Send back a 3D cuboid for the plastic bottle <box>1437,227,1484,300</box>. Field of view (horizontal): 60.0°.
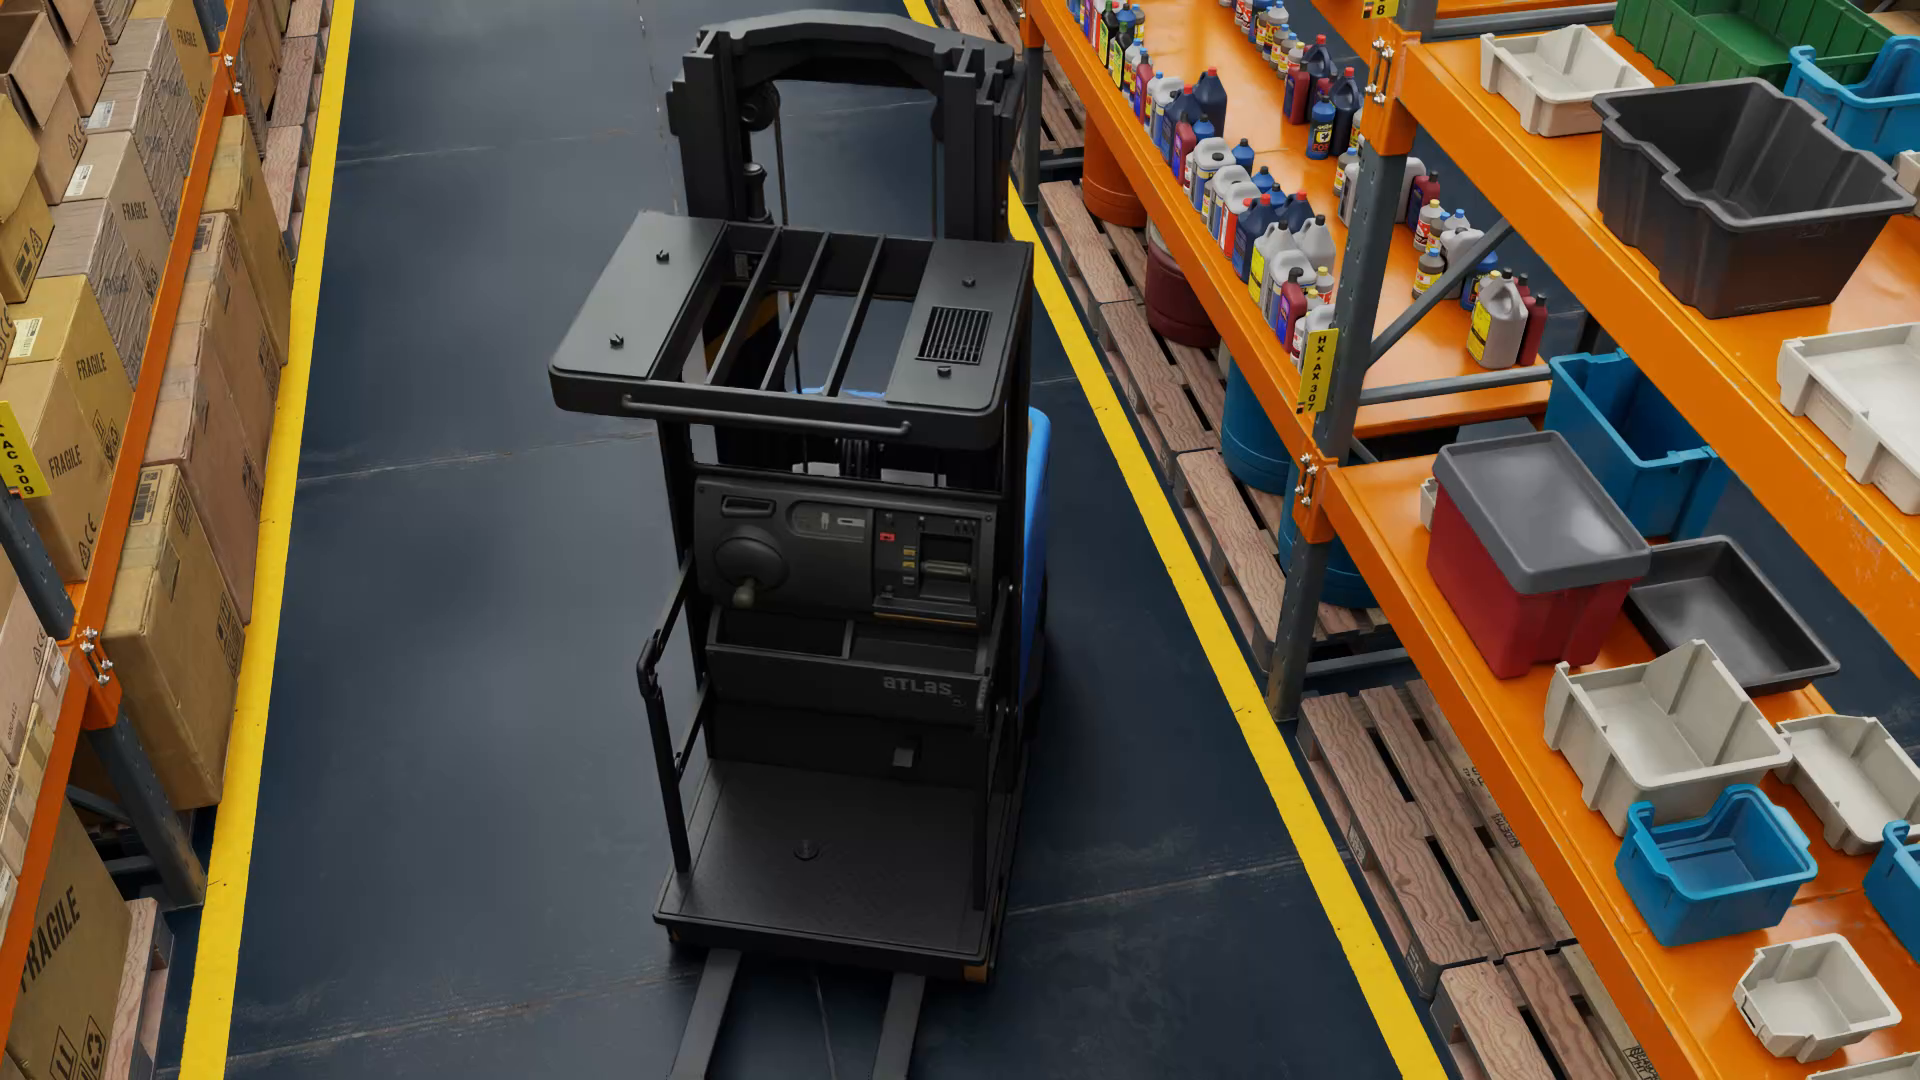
[{"bbox_3d":[1.889,-1.064,6.283,0.152,0.276,0.135,-8,42,-9],"label":"plastic bottle"}]

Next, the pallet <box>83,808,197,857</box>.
[{"bbox_3d":[-3.381,0.744,6.253,1.003,0.211,1.213,-8,42,-9],"label":"pallet"}]

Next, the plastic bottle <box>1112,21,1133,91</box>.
[{"bbox_3d":[0.744,-2.198,7.555,0.061,0.283,0.133,-8,42,-9],"label":"plastic bottle"}]

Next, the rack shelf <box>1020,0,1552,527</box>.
[{"bbox_3d":[1.264,-1.546,7.274,1.077,0.370,4.000,-8,42,-9],"label":"rack shelf"}]

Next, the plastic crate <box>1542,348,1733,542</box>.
[{"bbox_3d":[2.130,-0.282,5.275,0.392,0.384,0.575,-8,42,-9],"label":"plastic crate"}]

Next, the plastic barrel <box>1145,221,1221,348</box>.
[{"bbox_3d":[1.198,-1.320,7.978,0.600,0.588,0.708,-8,42,-9],"label":"plastic barrel"}]

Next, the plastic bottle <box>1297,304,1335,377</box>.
[{"bbox_3d":[1.295,-0.682,5.852,0.152,0.276,0.135,-8,42,-9],"label":"plastic bottle"}]

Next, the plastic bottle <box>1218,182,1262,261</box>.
[{"bbox_3d":[1.107,-1.245,6.487,0.152,0.276,0.135,-8,42,-9],"label":"plastic bottle"}]

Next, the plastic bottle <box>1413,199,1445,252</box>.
[{"bbox_3d":[1.848,-1.242,6.539,0.097,0.201,0.097,0,42,0],"label":"plastic bottle"}]

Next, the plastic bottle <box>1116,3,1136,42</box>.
[{"bbox_3d":[0.768,-2.367,7.753,0.097,0.271,0.097,0,42,0],"label":"plastic bottle"}]

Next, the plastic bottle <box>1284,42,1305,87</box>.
[{"bbox_3d":[1.540,-2.168,7.582,0.097,0.201,0.097,0,42,0],"label":"plastic bottle"}]

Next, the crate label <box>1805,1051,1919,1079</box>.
[{"bbox_3d":[2.074,1.280,3.701,0.396,0.136,0.243,-8,42,-9],"label":"crate label"}]

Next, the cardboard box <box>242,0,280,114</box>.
[{"bbox_3d":[-4.429,-2.787,9.682,0.700,0.500,0.500,-5,42,-6],"label":"cardboard box"}]

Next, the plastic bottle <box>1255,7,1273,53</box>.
[{"bbox_3d":[1.456,-2.420,7.866,0.097,0.201,0.097,0,42,0],"label":"plastic bottle"}]

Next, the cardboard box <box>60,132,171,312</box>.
[{"bbox_3d":[-3.329,-1.165,6.228,0.500,0.500,0.500,-8,42,-8],"label":"cardboard box"}]

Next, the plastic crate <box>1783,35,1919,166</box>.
[{"bbox_3d":[2.204,-1.034,4.022,0.416,0.233,0.300,-8,42,-9],"label":"plastic crate"}]

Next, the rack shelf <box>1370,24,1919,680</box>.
[{"bbox_3d":[2.127,-0.075,3.358,1.077,0.370,4.000,-8,42,-9],"label":"rack shelf"}]

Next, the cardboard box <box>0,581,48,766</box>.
[{"bbox_3d":[-2.789,0.384,4.447,0.500,0.250,0.500,-9,42,-10],"label":"cardboard box"}]

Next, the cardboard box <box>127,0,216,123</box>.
[{"bbox_3d":[-3.655,-2.155,7.343,0.500,0.500,0.500,-7,42,-8],"label":"cardboard box"}]

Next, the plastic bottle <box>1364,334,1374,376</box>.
[{"bbox_3d":[1.413,-0.684,5.910,0.097,0.201,0.097,0,42,0],"label":"plastic bottle"}]

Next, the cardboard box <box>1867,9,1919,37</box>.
[{"bbox_3d":[5.489,-2.713,9.598,0.500,0.500,0.500,-7,42,-7],"label":"cardboard box"}]

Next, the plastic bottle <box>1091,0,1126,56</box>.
[{"bbox_3d":[0.710,-2.439,7.831,0.152,0.276,0.135,-8,42,-9],"label":"plastic bottle"}]

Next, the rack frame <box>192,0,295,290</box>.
[{"bbox_3d":[-4.004,-2.402,7.696,1.000,3.000,0.127,-8,42,-9],"label":"rack frame"}]

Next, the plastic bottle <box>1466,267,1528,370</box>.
[{"bbox_3d":[1.927,-0.801,5.930,0.144,0.351,0.185,-8,42,-9],"label":"plastic bottle"}]

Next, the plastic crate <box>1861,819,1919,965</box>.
[{"bbox_3d":[2.478,0.859,4.104,0.416,0.233,0.300,-8,42,-9],"label":"plastic crate"}]

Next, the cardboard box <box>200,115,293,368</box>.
[{"bbox_3d":[-3.875,-1.314,7.755,1.225,0.875,0.875,-10,43,-11],"label":"cardboard box"}]

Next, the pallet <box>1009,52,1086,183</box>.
[{"bbox_3d":[0.703,-2.577,9.994,1.003,0.211,1.213,-8,42,-9],"label":"pallet"}]

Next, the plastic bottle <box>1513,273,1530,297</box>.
[{"bbox_3d":[2.004,-0.861,6.048,0.061,0.283,0.133,-8,42,-9],"label":"plastic bottle"}]

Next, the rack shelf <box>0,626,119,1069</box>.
[{"bbox_3d":[-2.709,1.756,3.554,1.077,0.370,4.000,-8,42,-9],"label":"rack shelf"}]

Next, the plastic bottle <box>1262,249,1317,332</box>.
[{"bbox_3d":[1.216,-0.918,6.119,0.152,0.276,0.135,-8,42,-9],"label":"plastic bottle"}]

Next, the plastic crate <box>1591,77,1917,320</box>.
[{"bbox_3d":[1.696,-0.747,3.671,0.497,0.269,0.590,-8,42,-9],"label":"plastic crate"}]

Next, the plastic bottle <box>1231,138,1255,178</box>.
[{"bbox_3d":[1.146,-1.511,6.790,0.097,0.271,0.097,0,42,0],"label":"plastic bottle"}]

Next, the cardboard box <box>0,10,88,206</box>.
[{"bbox_3d":[-3.573,-1.482,5.829,0.797,0.503,0.637,-7,42,-8],"label":"cardboard box"}]

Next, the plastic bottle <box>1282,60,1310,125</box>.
[{"bbox_3d":[1.482,-1.986,7.315,0.061,0.283,0.133,-8,42,-9],"label":"plastic bottle"}]

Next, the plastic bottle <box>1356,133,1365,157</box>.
[{"bbox_3d":[1.718,-1.578,6.861,0.152,0.276,0.135,-8,42,-9],"label":"plastic bottle"}]

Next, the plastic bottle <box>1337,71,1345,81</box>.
[{"bbox_3d":[1.652,-1.920,7.241,0.061,0.283,0.133,-8,42,-9],"label":"plastic bottle"}]

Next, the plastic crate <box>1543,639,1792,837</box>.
[{"bbox_3d":[1.845,0.519,4.450,0.437,0.282,0.530,-8,42,-9],"label":"plastic crate"}]

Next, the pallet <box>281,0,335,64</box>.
[{"bbox_3d":[-4.698,-3.448,10.975,1.003,0.211,1.213,-8,42,-9],"label":"pallet"}]

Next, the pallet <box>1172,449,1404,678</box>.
[{"bbox_3d":[1.570,0.018,7.071,1.003,0.211,1.213,-8,42,-9],"label":"pallet"}]

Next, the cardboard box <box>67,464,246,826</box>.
[{"bbox_3d":[-3.298,0.416,5.806,1.225,0.875,0.875,-8,42,-9],"label":"cardboard box"}]

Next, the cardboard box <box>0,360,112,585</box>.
[{"bbox_3d":[-2.996,-0.181,5.119,0.500,0.500,0.500,-8,42,-9],"label":"cardboard box"}]

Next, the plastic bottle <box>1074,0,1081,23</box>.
[{"bbox_3d":[0.608,-2.658,8.081,0.097,0.271,0.097,0,42,0],"label":"plastic bottle"}]

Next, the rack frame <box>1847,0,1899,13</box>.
[{"bbox_3d":[5.670,-3.819,9.293,1.000,3.000,0.127,-8,42,-9],"label":"rack frame"}]

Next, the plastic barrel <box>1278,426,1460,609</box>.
[{"bbox_3d":[1.595,-0.246,6.532,0.600,0.901,0.708,-8,42,-9],"label":"plastic barrel"}]

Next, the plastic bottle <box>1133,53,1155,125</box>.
[{"bbox_3d":[0.815,-1.986,7.315,0.061,0.283,0.133,-8,42,-9],"label":"plastic bottle"}]

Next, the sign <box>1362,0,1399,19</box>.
[{"bbox_3d":[1.158,-1.566,4.489,0.100,0.325,0.005,-8,42,-9],"label":"sign"}]

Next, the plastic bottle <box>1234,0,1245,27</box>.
[{"bbox_3d":[1.393,-2.609,8.080,0.097,0.201,0.097,0,42,0],"label":"plastic bottle"}]

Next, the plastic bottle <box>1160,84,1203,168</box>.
[{"bbox_3d":[0.940,-1.763,7.014,0.144,0.351,0.185,-8,42,-9],"label":"plastic bottle"}]

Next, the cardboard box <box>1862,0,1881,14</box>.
[{"bbox_3d":[5.316,-3.462,10.223,0.500,0.311,0.500,-7,42,-8],"label":"cardboard box"}]

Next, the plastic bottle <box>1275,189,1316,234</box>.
[{"bbox_3d":[1.279,-1.190,6.368,0.144,0.351,0.185,-8,42,-9],"label":"plastic bottle"}]

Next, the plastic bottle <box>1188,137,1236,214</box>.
[{"bbox_3d":[1.028,-1.483,6.755,0.152,0.276,0.135,-8,42,-9],"label":"plastic bottle"}]

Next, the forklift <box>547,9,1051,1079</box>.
[{"bbox_3d":[-0.385,0.126,4.900,1.130,2.935,3.031,6,42,7],"label":"forklift"}]

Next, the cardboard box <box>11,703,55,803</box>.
[{"bbox_3d":[-2.699,0.603,4.501,0.380,0.149,0.250,-8,42,-8],"label":"cardboard box"}]

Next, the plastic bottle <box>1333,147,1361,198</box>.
[{"bbox_3d":[1.600,-1.520,6.852,0.097,0.201,0.097,0,42,0],"label":"plastic bottle"}]
